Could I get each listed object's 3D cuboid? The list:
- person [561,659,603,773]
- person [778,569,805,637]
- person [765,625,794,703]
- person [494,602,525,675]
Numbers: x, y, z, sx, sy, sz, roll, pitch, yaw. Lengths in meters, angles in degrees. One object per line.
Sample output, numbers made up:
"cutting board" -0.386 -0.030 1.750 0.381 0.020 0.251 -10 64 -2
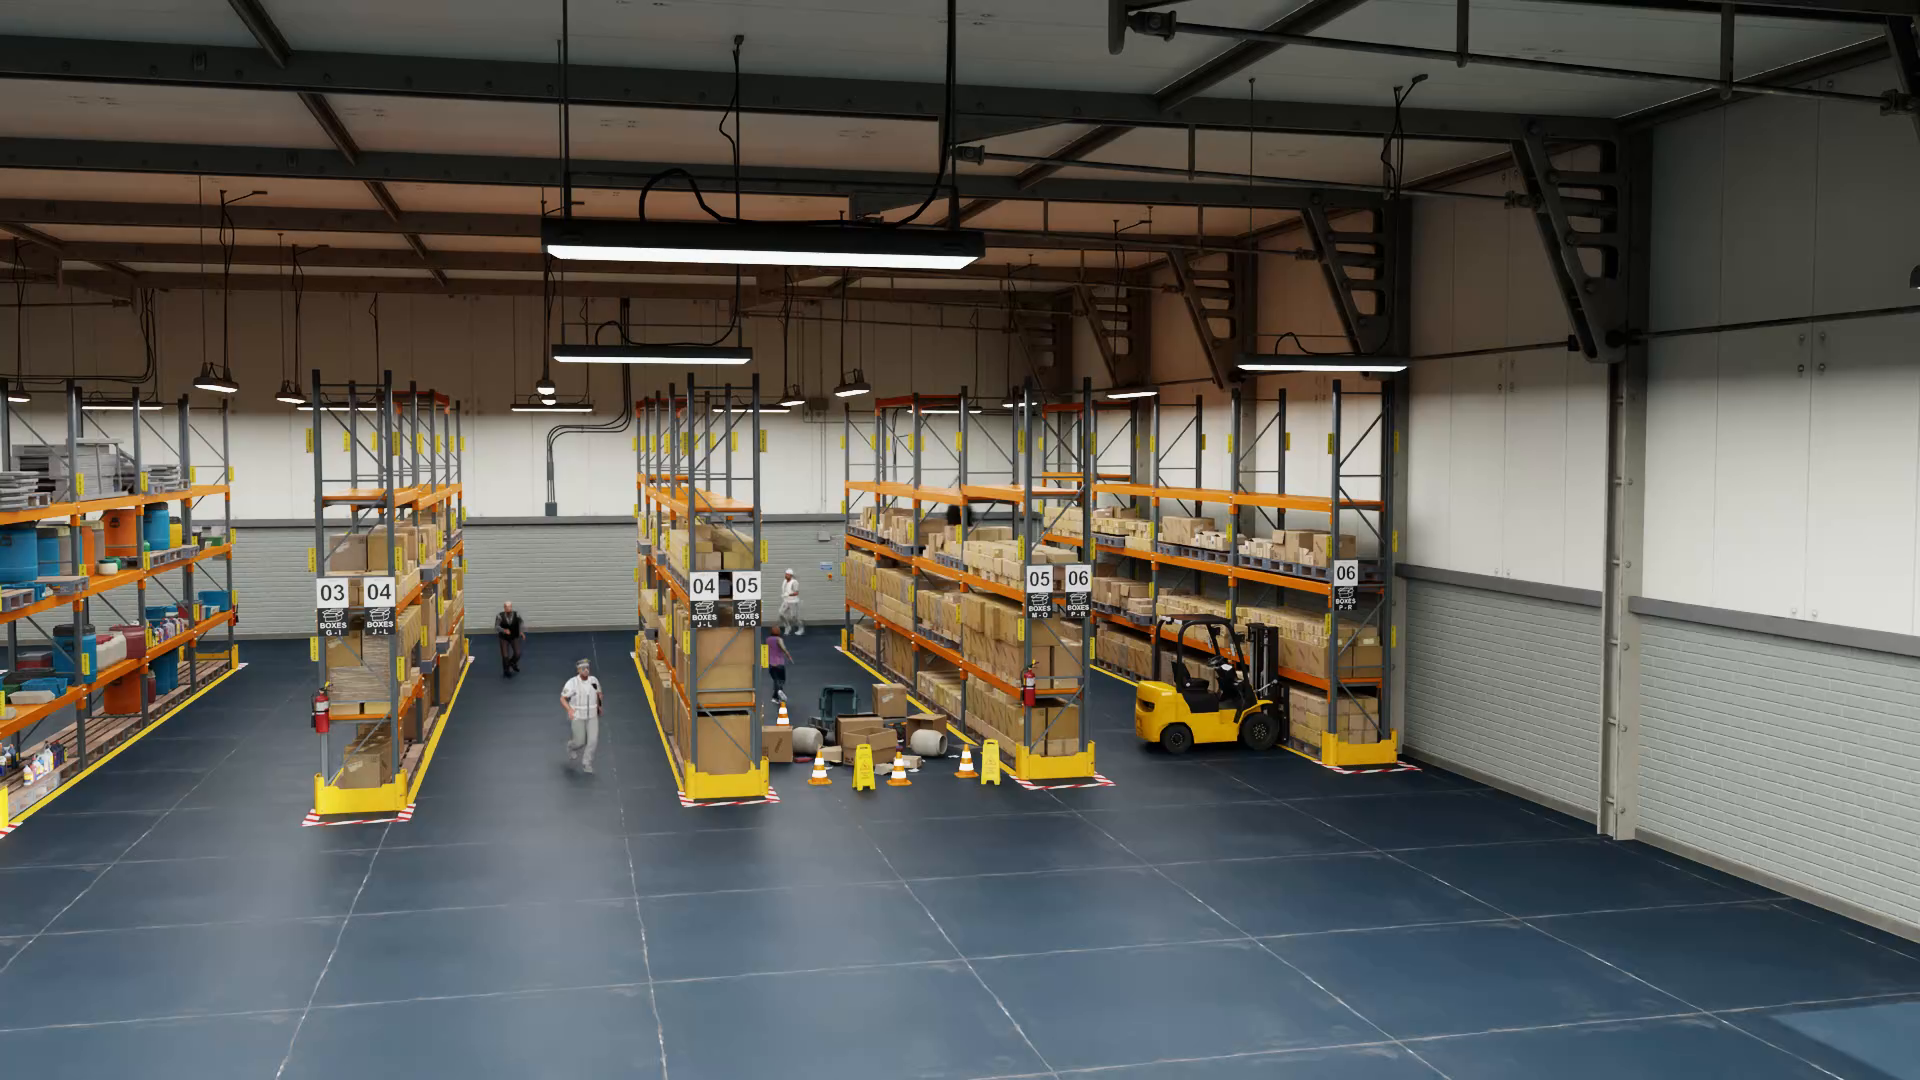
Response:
"person" -5.788 2.672 25.500 0.673 1.738 0.707 -2 4 -32
"person" -4.395 1.635 43.198 0.602 1.784 0.817 3 5 44
"person" -3.533 2.425 32.044 0.644 1.511 0.581 1 3 14
"person" -9.724 2.127 35.903 0.652 1.613 0.786 -1 4 -24
